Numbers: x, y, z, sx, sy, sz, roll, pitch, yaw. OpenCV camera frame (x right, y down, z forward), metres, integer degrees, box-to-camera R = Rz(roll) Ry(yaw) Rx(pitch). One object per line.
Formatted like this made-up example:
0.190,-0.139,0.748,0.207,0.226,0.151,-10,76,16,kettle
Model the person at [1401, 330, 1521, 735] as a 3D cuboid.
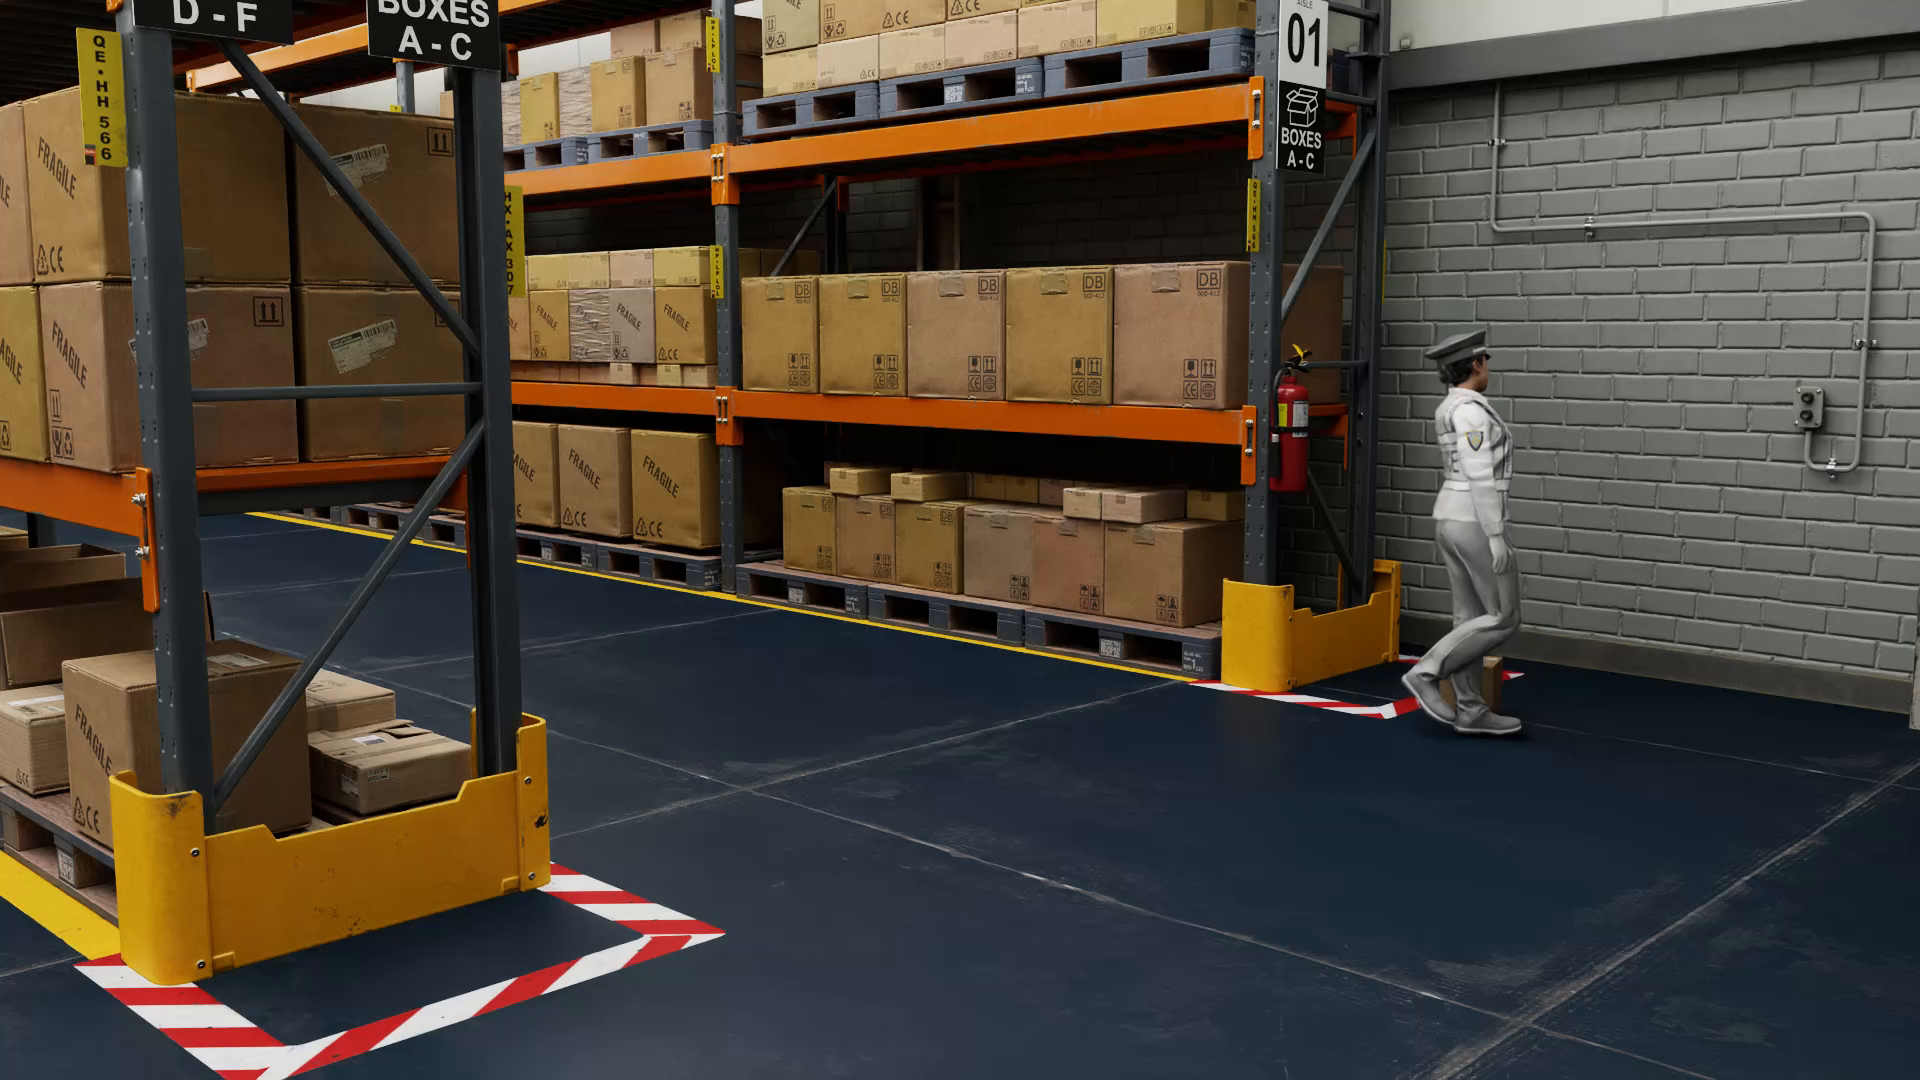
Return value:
2.093,-0.031,6.888,0.504,1.668,0.542,1,7,4,person
